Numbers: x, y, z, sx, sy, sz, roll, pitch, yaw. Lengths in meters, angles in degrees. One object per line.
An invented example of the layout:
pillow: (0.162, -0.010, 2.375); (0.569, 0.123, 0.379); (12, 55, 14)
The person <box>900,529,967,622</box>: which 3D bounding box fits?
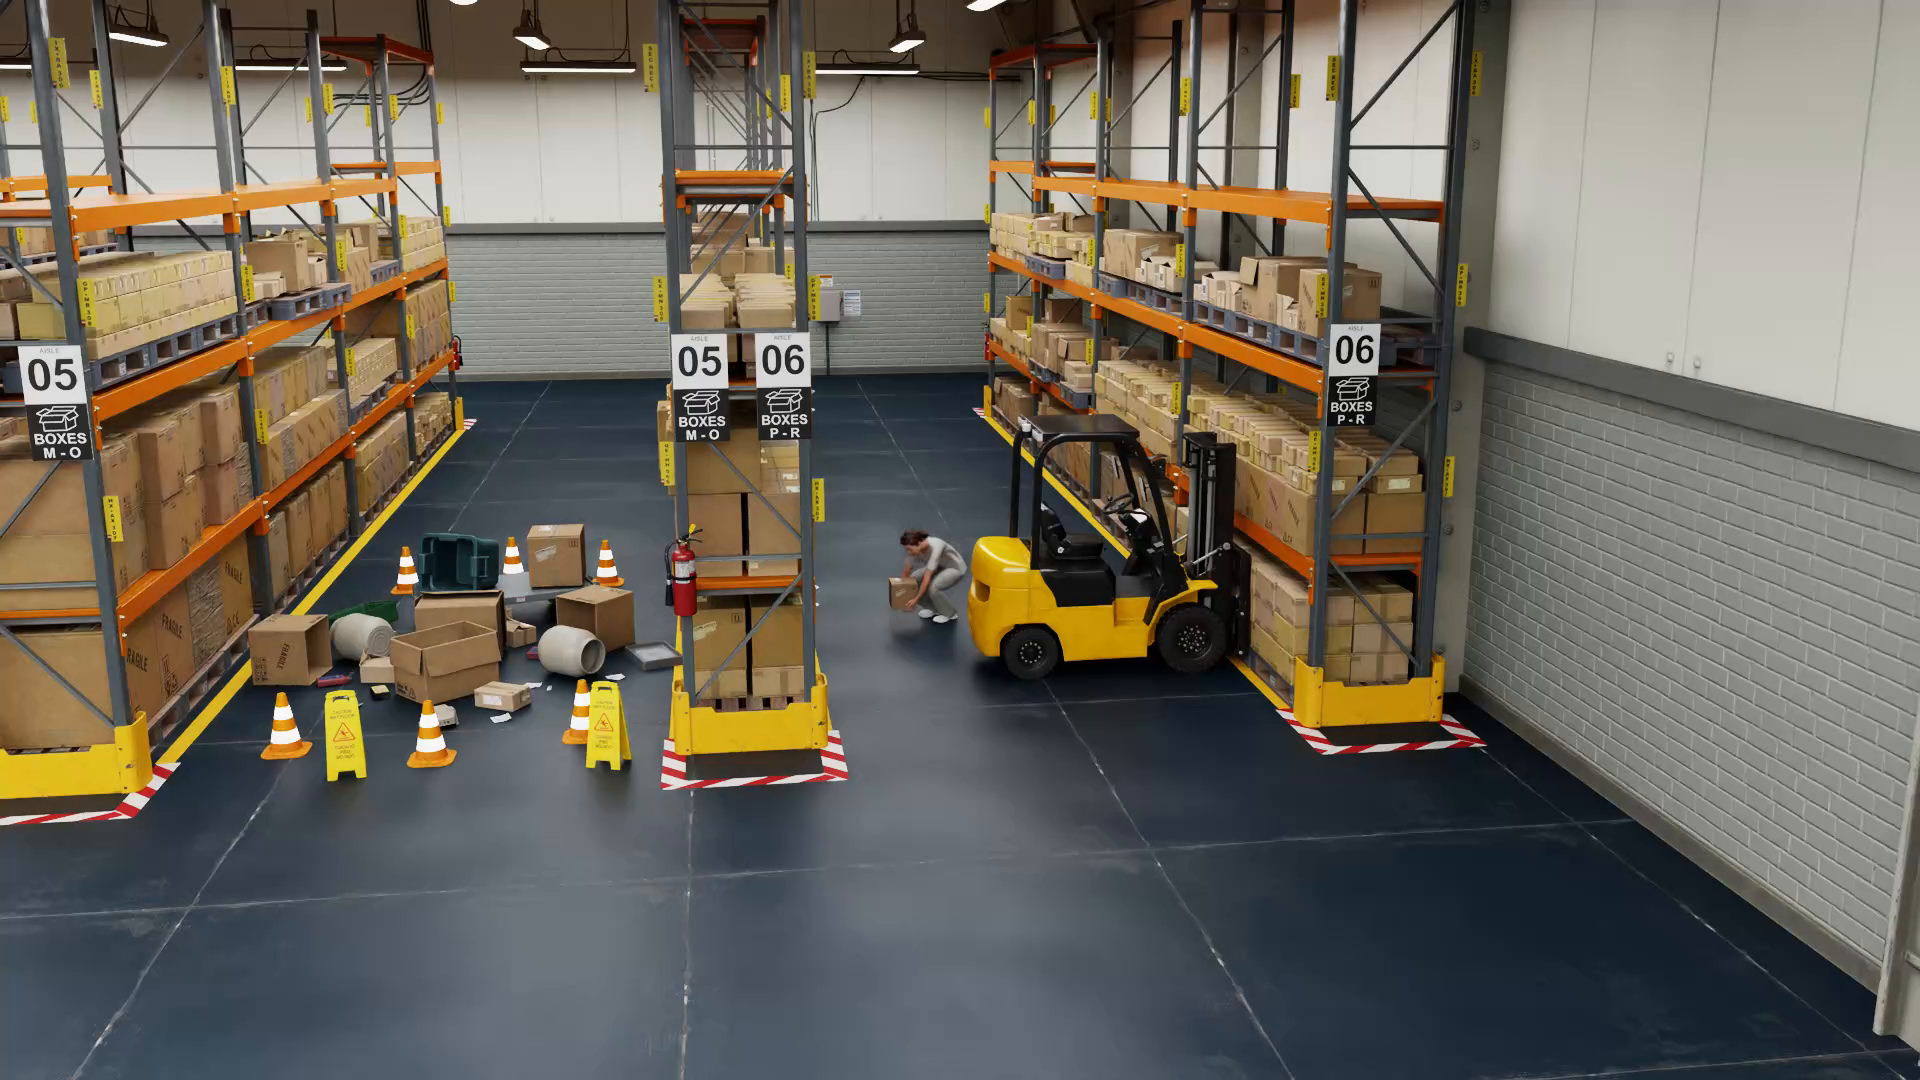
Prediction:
person: (-0.289, 0.324, 16.180); (0.797, 0.962, 0.487); (-10, 17, -37)
